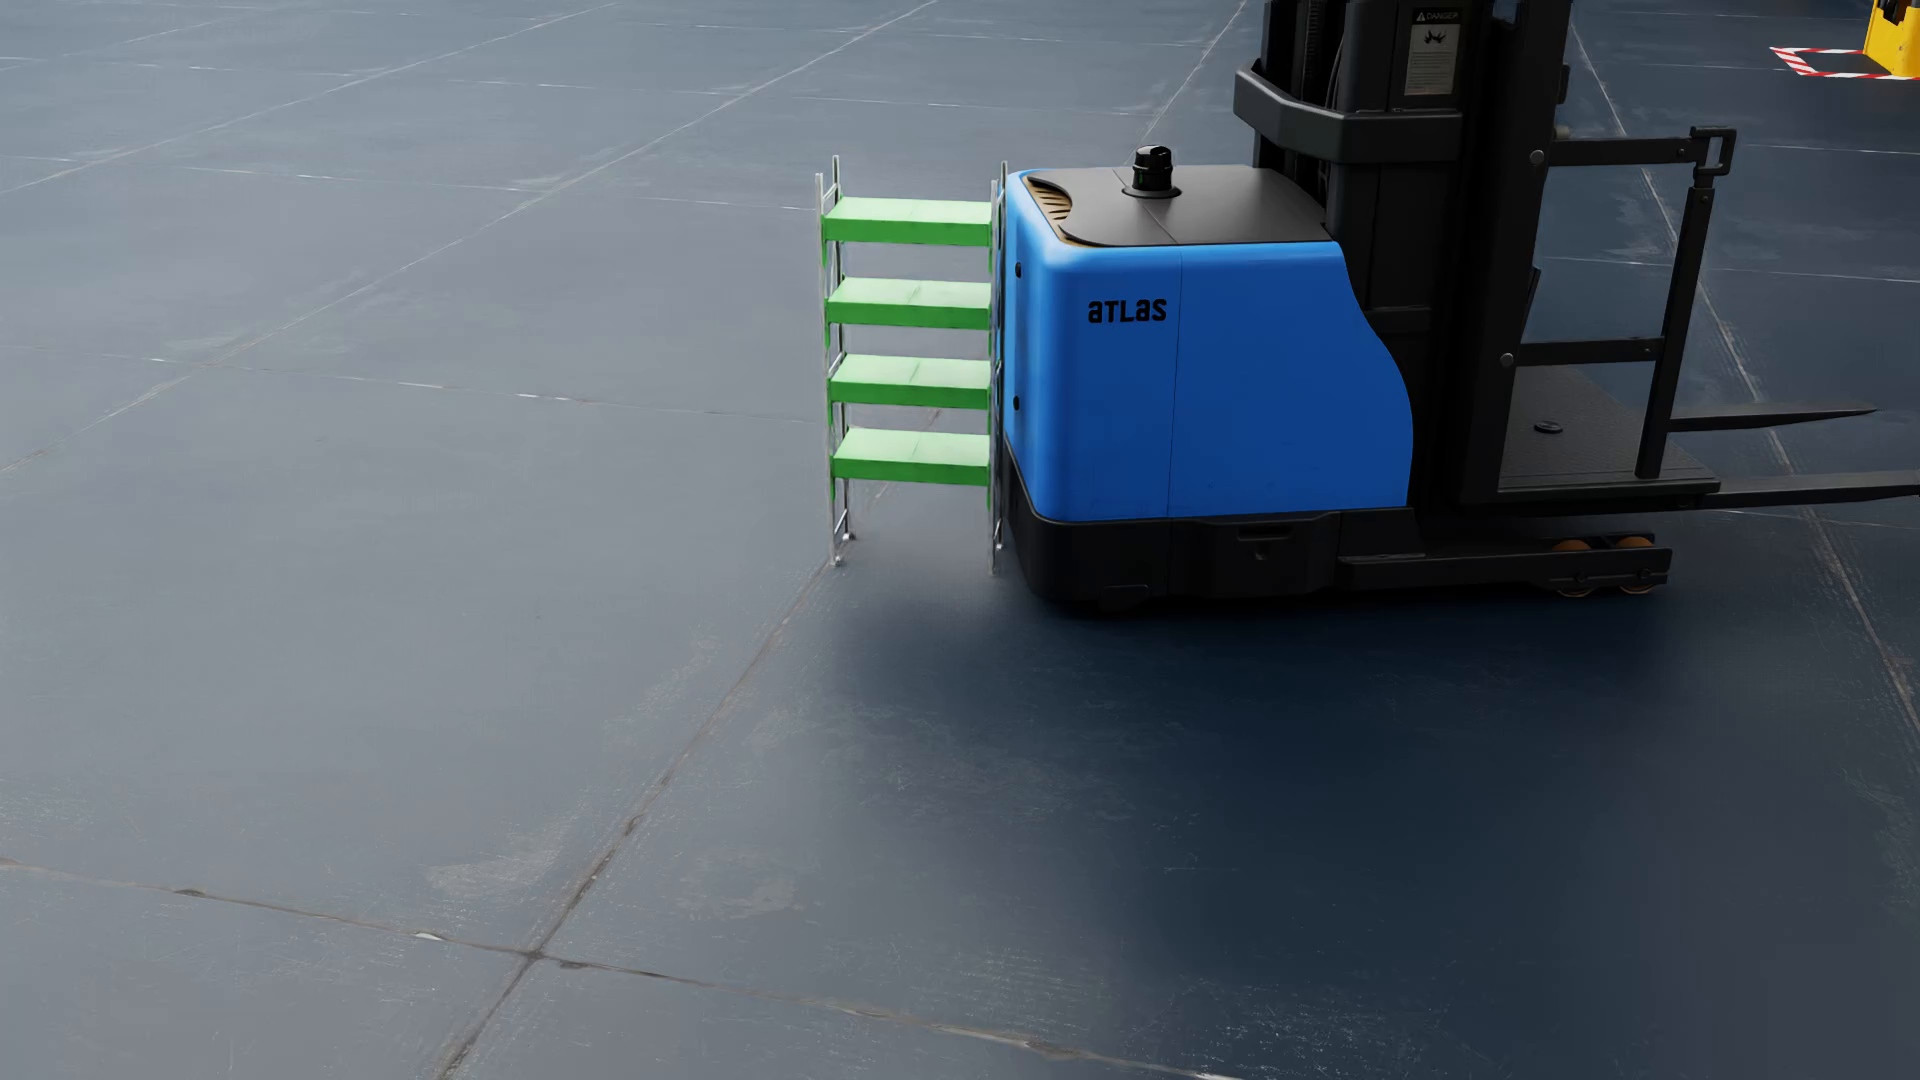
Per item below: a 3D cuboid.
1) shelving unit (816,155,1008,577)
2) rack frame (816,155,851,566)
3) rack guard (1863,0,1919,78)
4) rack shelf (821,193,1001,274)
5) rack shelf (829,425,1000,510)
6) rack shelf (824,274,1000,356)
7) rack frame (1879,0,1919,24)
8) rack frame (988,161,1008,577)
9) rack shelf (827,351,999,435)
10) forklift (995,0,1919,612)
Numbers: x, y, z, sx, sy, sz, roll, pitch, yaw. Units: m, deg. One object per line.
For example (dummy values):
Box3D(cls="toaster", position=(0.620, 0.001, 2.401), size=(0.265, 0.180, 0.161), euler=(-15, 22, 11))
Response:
Box3D(cls="shelving unit", position=(-0.131, -0.497, 4.898), size=(0.503, 1.200, 0.258), euler=(4, 26, 8))
Box3D(cls="rack frame", position=(-0.372, -0.512, 4.930), size=(0.015, 1.200, 0.240), euler=(4, 26, 8))
Box3D(cls="rack guard", position=(7.433, -3.977, 13.022), size=(0.348, 0.500, 1.175), euler=(6, 26, 13))
Box3D(cls="rack shelf", position=(-0.131, -0.873, 4.719), size=(0.480, 0.148, 0.258), euler=(4, 26, 8))
Box3D(cls="rack shelf", position=(-0.131, -0.223, 5.029), size=(0.480, 0.148, 0.258), euler=(4, 26, 8))
Box3D(cls="rack shelf", position=(-0.131, -0.656, 4.823), size=(0.480, 0.148, 0.258), euler=(4, 26, 8))
Box3D(cls="rack frame", position=(7.359, -5.114, 12.501), size=(0.127, 3.000, 1.000), euler=(6, 26, 13))
Box3D(cls="rack frame", position=(0.110, -0.482, 4.866), size=(0.015, 1.200, 0.240), euler=(4, 26, 8))
Box3D(cls="rack shelf", position=(-0.131, -0.439, 4.926), size=(0.480, 0.148, 0.258), euler=(4, 26, 8))
Box3D(cls="forklift", position=(1.660, -1.377, 4.733), size=(3.031, 2.935, 1.130), euler=(-3, 26, -6))
